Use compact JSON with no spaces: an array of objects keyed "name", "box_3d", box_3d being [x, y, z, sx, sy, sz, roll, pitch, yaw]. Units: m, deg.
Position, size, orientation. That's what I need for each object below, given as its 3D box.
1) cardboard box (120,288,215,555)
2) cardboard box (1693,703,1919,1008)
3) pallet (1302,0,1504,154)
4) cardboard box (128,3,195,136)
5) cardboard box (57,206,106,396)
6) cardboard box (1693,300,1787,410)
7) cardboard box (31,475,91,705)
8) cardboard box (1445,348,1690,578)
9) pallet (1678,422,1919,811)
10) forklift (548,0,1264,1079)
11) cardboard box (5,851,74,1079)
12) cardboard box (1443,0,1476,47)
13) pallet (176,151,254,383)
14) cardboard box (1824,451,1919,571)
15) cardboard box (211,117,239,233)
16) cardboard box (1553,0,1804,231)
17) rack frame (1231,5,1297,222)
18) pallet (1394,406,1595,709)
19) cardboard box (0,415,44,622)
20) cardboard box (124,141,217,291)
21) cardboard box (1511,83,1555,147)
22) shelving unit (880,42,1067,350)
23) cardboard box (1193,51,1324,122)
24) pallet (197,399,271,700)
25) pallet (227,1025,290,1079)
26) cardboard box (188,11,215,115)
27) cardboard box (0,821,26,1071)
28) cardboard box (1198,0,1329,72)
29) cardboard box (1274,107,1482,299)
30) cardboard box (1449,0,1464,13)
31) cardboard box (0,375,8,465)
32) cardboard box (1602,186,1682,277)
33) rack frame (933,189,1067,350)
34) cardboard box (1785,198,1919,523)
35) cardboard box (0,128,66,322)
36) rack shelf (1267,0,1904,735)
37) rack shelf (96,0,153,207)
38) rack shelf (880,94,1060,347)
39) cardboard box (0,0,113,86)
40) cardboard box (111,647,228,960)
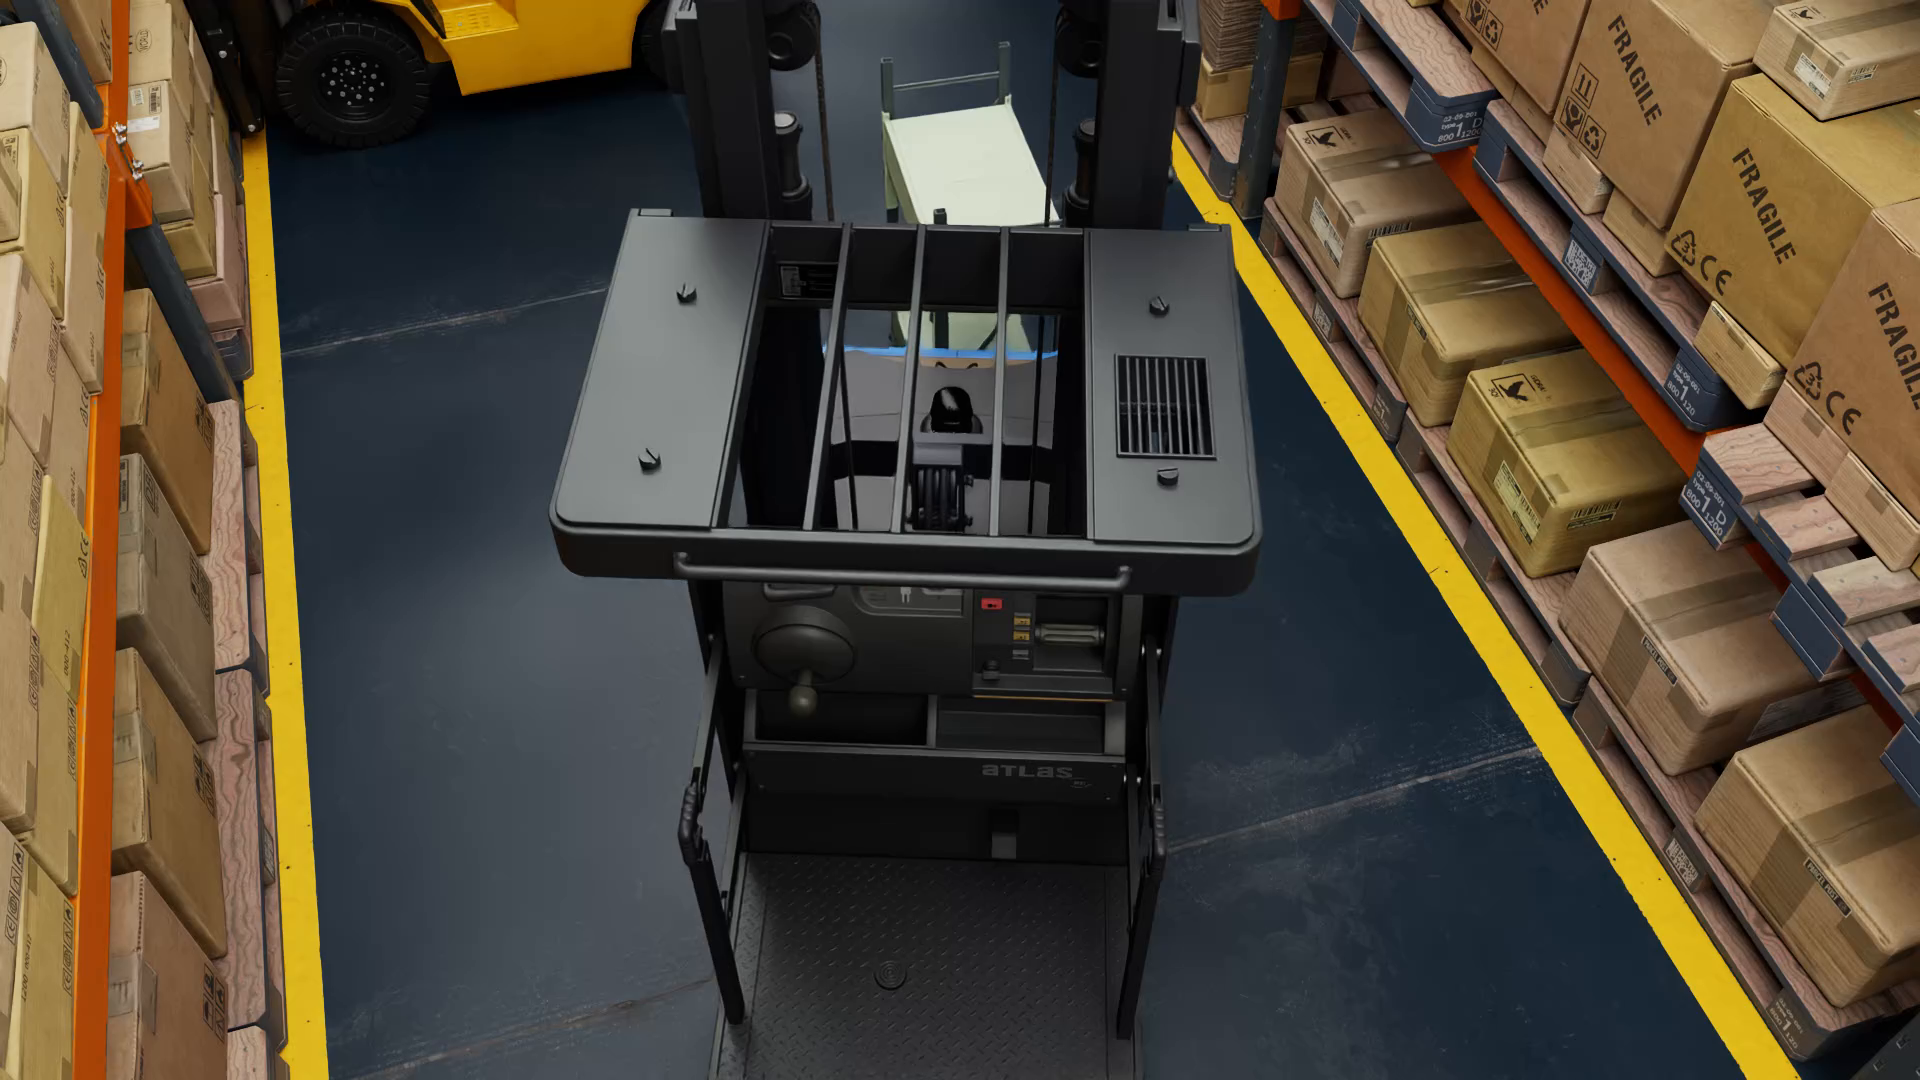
[{"name":"cardboard box","box_3d":[-2.951,-0.301,5.320,0.875,0.625,0.625,-11,51,-9]},{"name":"cardboard box","box_3d":[2.650,0.783,4.572,0.950,0.372,0.625,-16,52,-13]},{"name":"pallet","box_3d":[1.712,-1.782,5.416,1.003,0.211,1.213,-13,51,-11]},{"name":"cardboard box","box_3d":[-3.101,-1.681,6.075,0.500,0.250,0.500,-13,51,-11]},{"name":"cardboard box","box_3d":[-2.563,-0.586,4.381,0.500,0.250,0.500,-14,51,-11]},{"name":"cardboard box","box_3d":[2.059,-0.491,4.091,0.380,0.149,0.250,-13,51,-10]},{"name":"cardboard box","box_3d":[-2.285,0.159,3.753,0.500,0.250,0.500,-12,51,-10]},{"name":"cardboard box","box_3d":[2.205,-0.309,5.492,0.950,0.372,0.625,-12,51,-10]},{"name":"pallet","box_3d":[2.495,0.052,3.870,1.213,0.211,1.003,-13,51,-11]},{"name":"forklift","box_3d":[-0.068,0.314,3.569,1.130,2.935,3.031,2,50,2]},{"name":"cardboard box","box_3d":[-1.975,0.912,3.117,0.500,0.250,0.500,-14,51,-12]},{"name":"cardboard box","box_3d":[1.709,-1.640,5.060,0.380,0.149,0.250,-10,51,-9]},{"name":"pallet","box_3d":[-3.311,-1.001,6.456,1.003,0.211,1.213,-13,51,-11]},{"name":"cardboard box","box_3d":[2.220,-0.107,3.768,0.380,0.149,0.250,-14,51,-11]},{"name":"cardboard box","box_3d":[-3.107,-1.354,6.454,0.500,0.250,0.500,-14,51,-12]},{"name":"cardboard box","box_3d":[1.933,-1.188,4.255,0.500,0.500,0.500,-15,52,-12]},{"name":"rack frame","box_3d":[1.625,-2.435,5.841,1.000,3.000,0.127,-13,51,-11]},{"name":"pallet","box_3d":[2.221,-0.075,5.675,1.003,0.211,1.213,-13,51,-11]},{"name":"cardboard box","box_3d":[-2.290,0.000,3.559,0.500,0.250,0.500,-13,51,-10]},{"name":"cardboard box","box_3d":[-2.964,-1.143,5.948,0.500,0.250,0.500,-14,51,-11]},{"name":"cardboard box","box_3d":[1.816,-1.262,4.741,0.380,0.149,0.250,-13,51,-11]},{"name":"shelving unit","box_3d":[0.040,-0.721,5.377,0.431,1.500,0.755,-10,51,-8]},{"name":"cardboard box","box_3d":[1.193,-2.055,7.044,0.500,0.250,0.500,-11,51,-9]},{"name":"pallet","box_3d":[-2.861,0.118,5.512,1.003,0.211,1.213,-13,51,-11]},{"name":"pallet","box_3d":[-2.139,1.901,4.010,1.003,0.211,1.213,-13,51,-11]},{"name":"cardboard box","box_3d":[-3.252,-1.880,6.570,0.500,0.250,0.500,-14,51,-11]},{"name":"cardboard box","box_3d":[-1.978,0.754,2.924,0.500,0.250,0.500,-12,51,-10]},{"name":"cardboard box","box_3d":[1.193,-2.297,6.758,0.500,0.500,0.500,-14,51,-11]},{"name":"cardboard box","box_3d":[1.782,-1.341,6.362,0.950,0.372,0.625,-13,51,-11]},{"name":"cardboard box","box_3d":[1.638,-1.925,4.876,0.500,0.500,0.500,-13,51,-11]},{"name":"cardboard box","box_3d":[-2.244,-0.249,3.508,0.380,0.149,0.250,-15,51,-12]},{"name":"cardboard box","box_3d":[1.952,-0.868,4.409,0.380,0.149,0.250,-15,51,-12]},{"name":"rack frame","box_3d":[0.124,-0.448,5.147,0.400,1.500,0.023,-10,51,-8]},{"name":"cardboard box","box_3d":[2.244,-0.421,3.608,0.500,0.500,0.500,-14,51,-12]},{"name":"cardboard box","box_3d":[-2.567,-0.748,4.189,0.500,0.250,0.500,-15,51,-12]},{"name":"rack shelf","box_3d":[2.216,-0.742,4.884,1.077,0.370,4.000,-13,51,-11]},{"name":"rack shelf","box_3d":[-3.707,-2.539,6.399,1.077,0.370,4.000,-13,51,-11]},{"name":"rack shelf","box_3d":[0.040,-0.972,5.078,0.431,0.370,0.720,-10,51,-8]},{"name":"cardboard box","box_3d":[-2.998,-1.725,5.177,0.500,0.500,0.500,-15,51,-12]},{"name":"cardboard box","box_3d":[-2.504,0.816,4.379,0.875,0.625,0.625,-15,52,-12]}]
